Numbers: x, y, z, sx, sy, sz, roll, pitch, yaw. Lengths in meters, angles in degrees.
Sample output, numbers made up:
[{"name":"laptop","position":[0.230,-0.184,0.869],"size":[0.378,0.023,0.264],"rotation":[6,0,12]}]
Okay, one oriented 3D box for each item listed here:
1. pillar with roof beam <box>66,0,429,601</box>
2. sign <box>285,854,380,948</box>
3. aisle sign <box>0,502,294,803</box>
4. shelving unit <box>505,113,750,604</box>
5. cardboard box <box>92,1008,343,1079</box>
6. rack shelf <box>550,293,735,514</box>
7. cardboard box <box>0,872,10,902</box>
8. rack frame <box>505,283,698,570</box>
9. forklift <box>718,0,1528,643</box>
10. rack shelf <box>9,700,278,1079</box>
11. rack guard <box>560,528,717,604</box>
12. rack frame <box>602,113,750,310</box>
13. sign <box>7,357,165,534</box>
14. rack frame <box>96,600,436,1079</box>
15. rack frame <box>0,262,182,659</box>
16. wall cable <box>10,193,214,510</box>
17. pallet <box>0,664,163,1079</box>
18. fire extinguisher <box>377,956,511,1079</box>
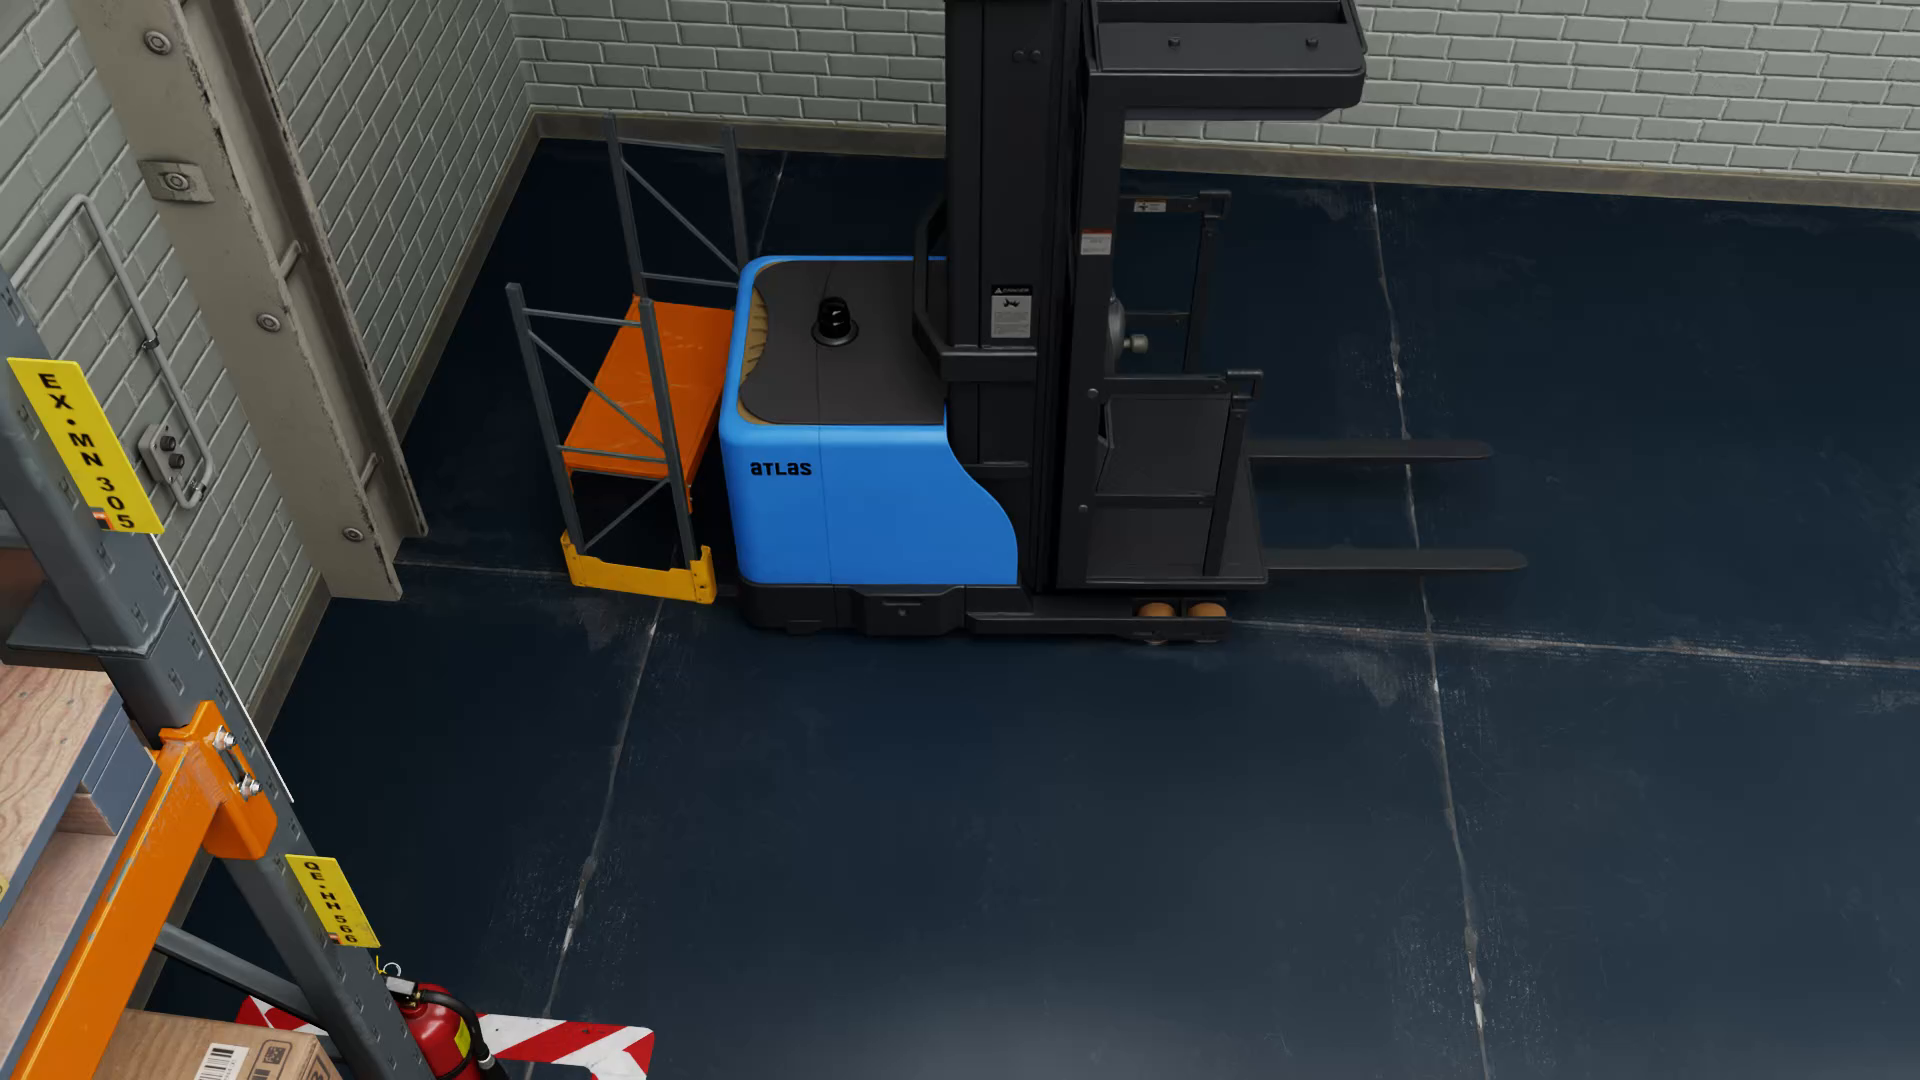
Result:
[{"name":"pillar with roof beam","position":[1.939,-2.663,3.113],"size":[9.100,9.000,0.400],"rotation":[4,48,4]},{"name":"sign","position":[-1.194,0.691,3.166],"size":[0.100,0.325,0.005],"rotation":[4,48,4]},{"name":"aisle sign","position":[-1.428,0.205,2.794],"size":[0.394,0.787,0.004],"rotation":[4,48,4]},{"name":"shelving unit","position":[-1.168,-0.682,6.384],"size":[0.587,1.500,1.083],"rotation":[7,48,7]},{"name":"cardboard box","position":[-1.770,1.389,3.269],"size":[0.980,0.700,0.700],"rotation":[6,48,5]},{"name":"rack shelf","position":[-1.170,-0.554,6.510],"size":[0.538,0.185,1.000],"rotation":[7,48,7]},{"name":"cardboard box","position":[-1.536,0.534,1.972],"size":[0.500,0.250,0.500],"rotation":[5,48,5]},{"name":"rack frame","position":[-1.258,-0.306,6.040],"size":[0.500,1.500,0.032],"rotation":[7,48,7]},{"name":"forklift","position":[0.667,-0.989,5.694],"size":[3.031,2.935,1.130],"rotation":[0,48,0]},{"name":"rack shelf","position":[-1.916,1.815,1.538],"size":[1.077,0.370,4.000],"rotation":[4,48,4]},{"name":"rack guard","position":[-1.255,0.101,6.514],"size":[0.587,0.250,0.087],"rotation":[7,48,7]},{"name":"rack frame","position":[-1.081,-1.045,6.716],"size":[0.500,1.500,0.032],"rotation":[7,48,7]},{"name":"sign","position":[-1.194,-0.123,2.276],"size":[0.100,0.325,0.005],"rotation":[4,48,4]},{"name":"rack frame","position":[-1.733,1.115,3.724],"size":[1.000,3.000,0.127],"rotation":[4,48,4]},{"name":"rack frame","position":[-1.733,-0.910,1.510],"size":[1.000,3.000,0.127],"rotation":[4,48,4]},{"name":"wall cable","position":[-2.559,-0.233,4.267],"size":[0.084,1.984,1.851],"rotation":[4,48,4]},{"name":"pallet","position":[-1.790,0.678,2.150],"size":[1.003,0.211,1.213],"rotation":[4,48,4]},{"name":"fire extinguisher","position":[-1.260,1.187,3.963],"size":[0.296,0.674,0.183],"rotation":[4,48,4]}]
